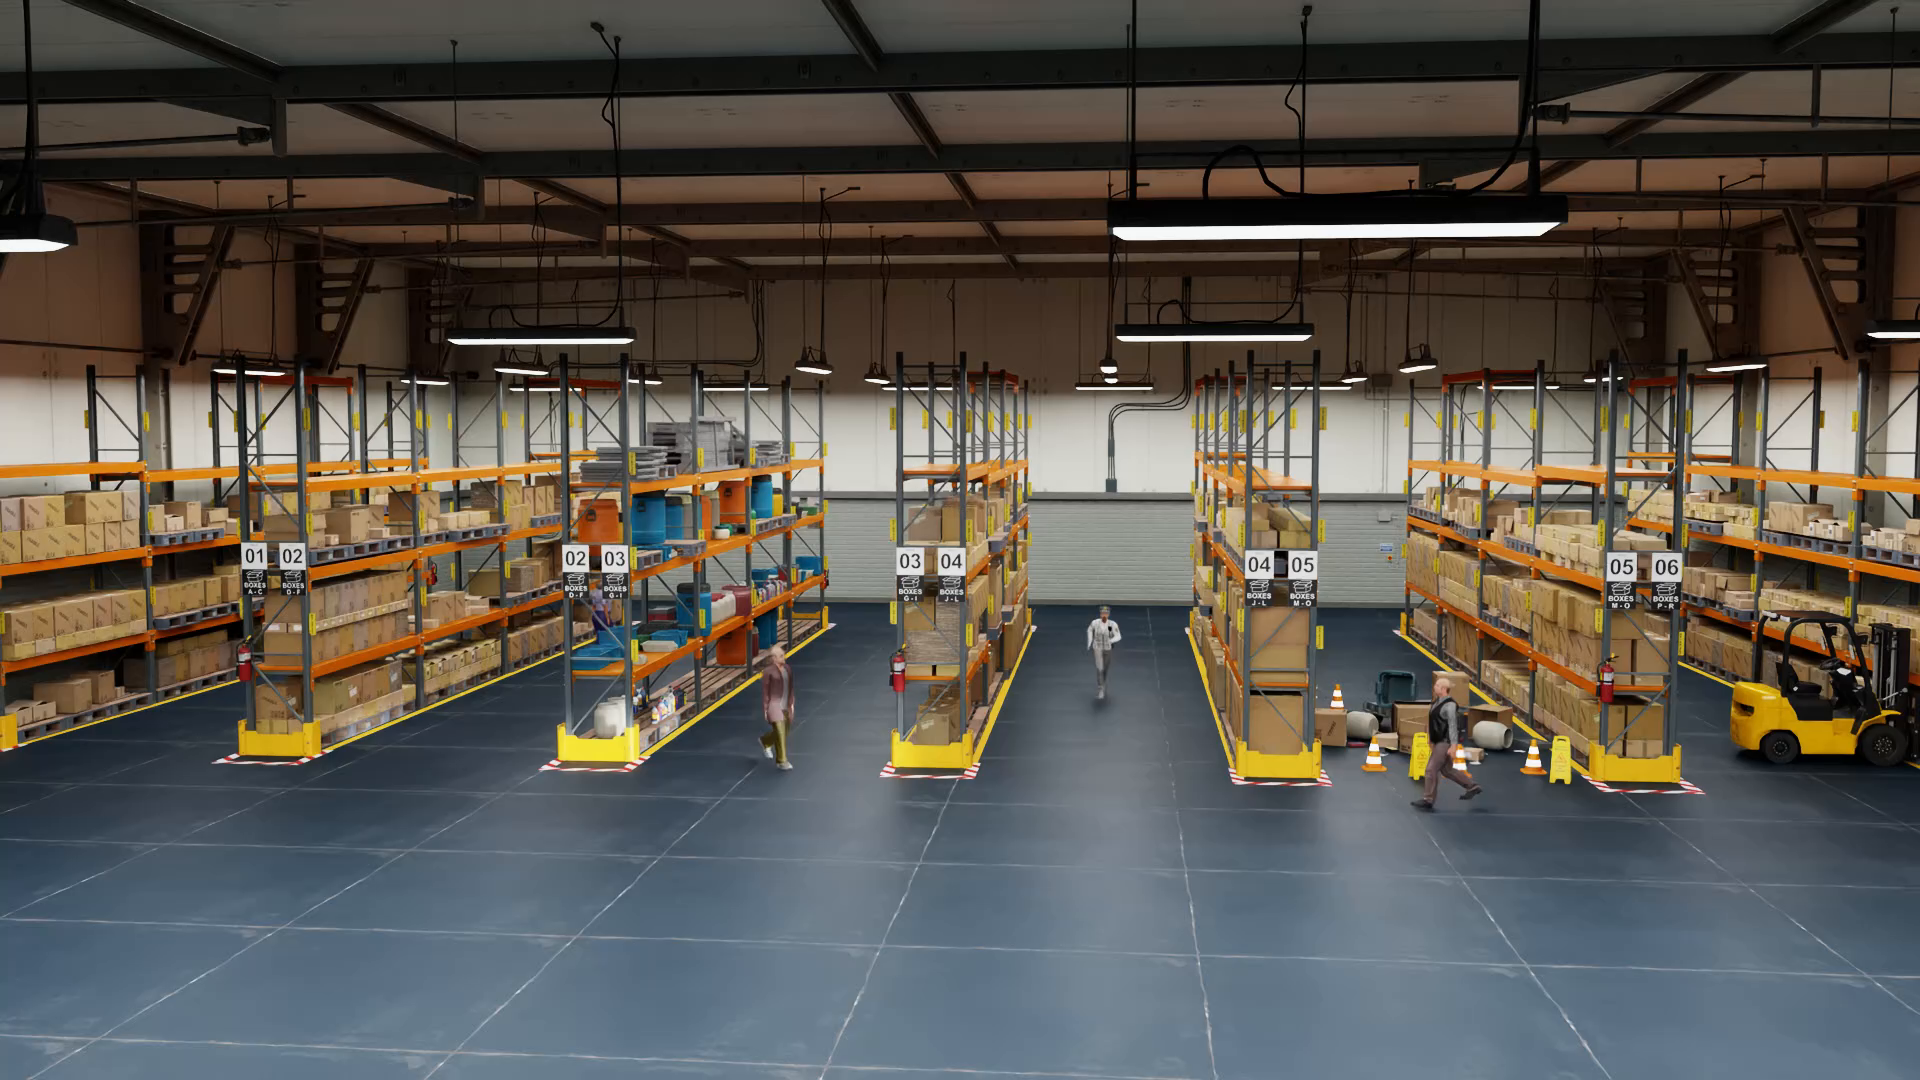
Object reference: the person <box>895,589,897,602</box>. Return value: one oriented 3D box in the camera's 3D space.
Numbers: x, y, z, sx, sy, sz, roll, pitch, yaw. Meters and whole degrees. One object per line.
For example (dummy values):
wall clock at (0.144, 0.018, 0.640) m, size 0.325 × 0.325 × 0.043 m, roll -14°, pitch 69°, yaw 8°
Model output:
person at (-1.216, 1.415, 38.601) m, size 0.577 × 1.664 × 1.099 m, roll 0°, pitch 4°, yaw 3°

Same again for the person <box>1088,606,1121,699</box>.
person at (2.627, 2.023, 30.385) m, size 0.584 × 1.688 × 0.888 m, roll 0°, pitch 4°, yaw -5°

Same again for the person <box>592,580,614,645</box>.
person at (-7.616, 1.690, 35.204) m, size 0.532 × 1.634 × 0.466 m, roll 4°, pitch 6°, yaw 43°

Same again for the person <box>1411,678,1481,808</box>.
person at (6.311, 2.623, 21.557) m, size 0.964 × 1.690 × 0.557 m, roll 0°, pitch 4°, yaw -1°

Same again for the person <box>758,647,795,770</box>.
person at (-2.669, 2.409, 24.130) m, size 0.592 × 1.740 × 0.984 m, roll -4°, pitch 6°, yaw -44°
